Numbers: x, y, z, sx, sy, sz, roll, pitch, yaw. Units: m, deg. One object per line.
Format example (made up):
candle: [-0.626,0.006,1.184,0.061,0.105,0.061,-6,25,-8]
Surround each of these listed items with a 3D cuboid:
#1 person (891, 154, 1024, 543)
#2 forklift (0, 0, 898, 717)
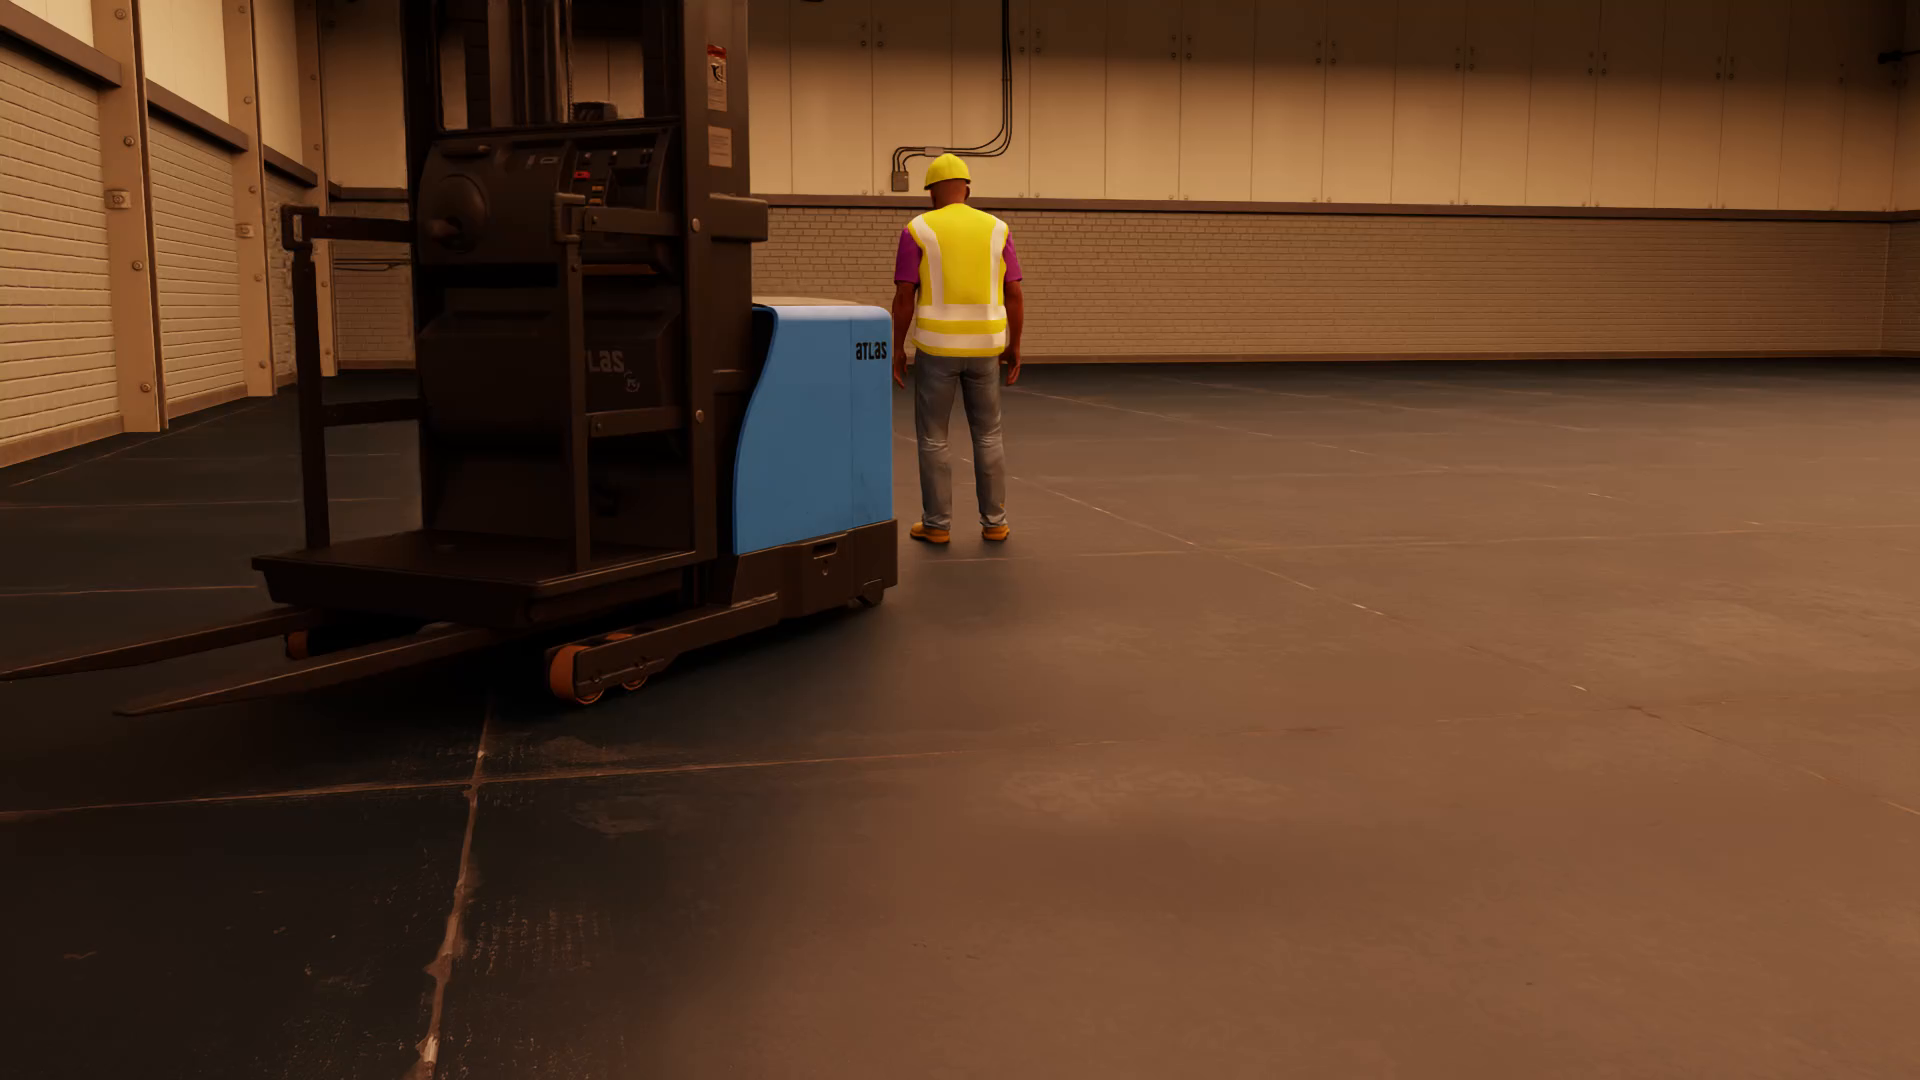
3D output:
person: [-0.017,-0.875,7.622,0.626,1.760,0.460,-2,8,-15]
forklift: [-1.349,-1.073,4.804,1.130,2.935,3.031,4,9,27]
